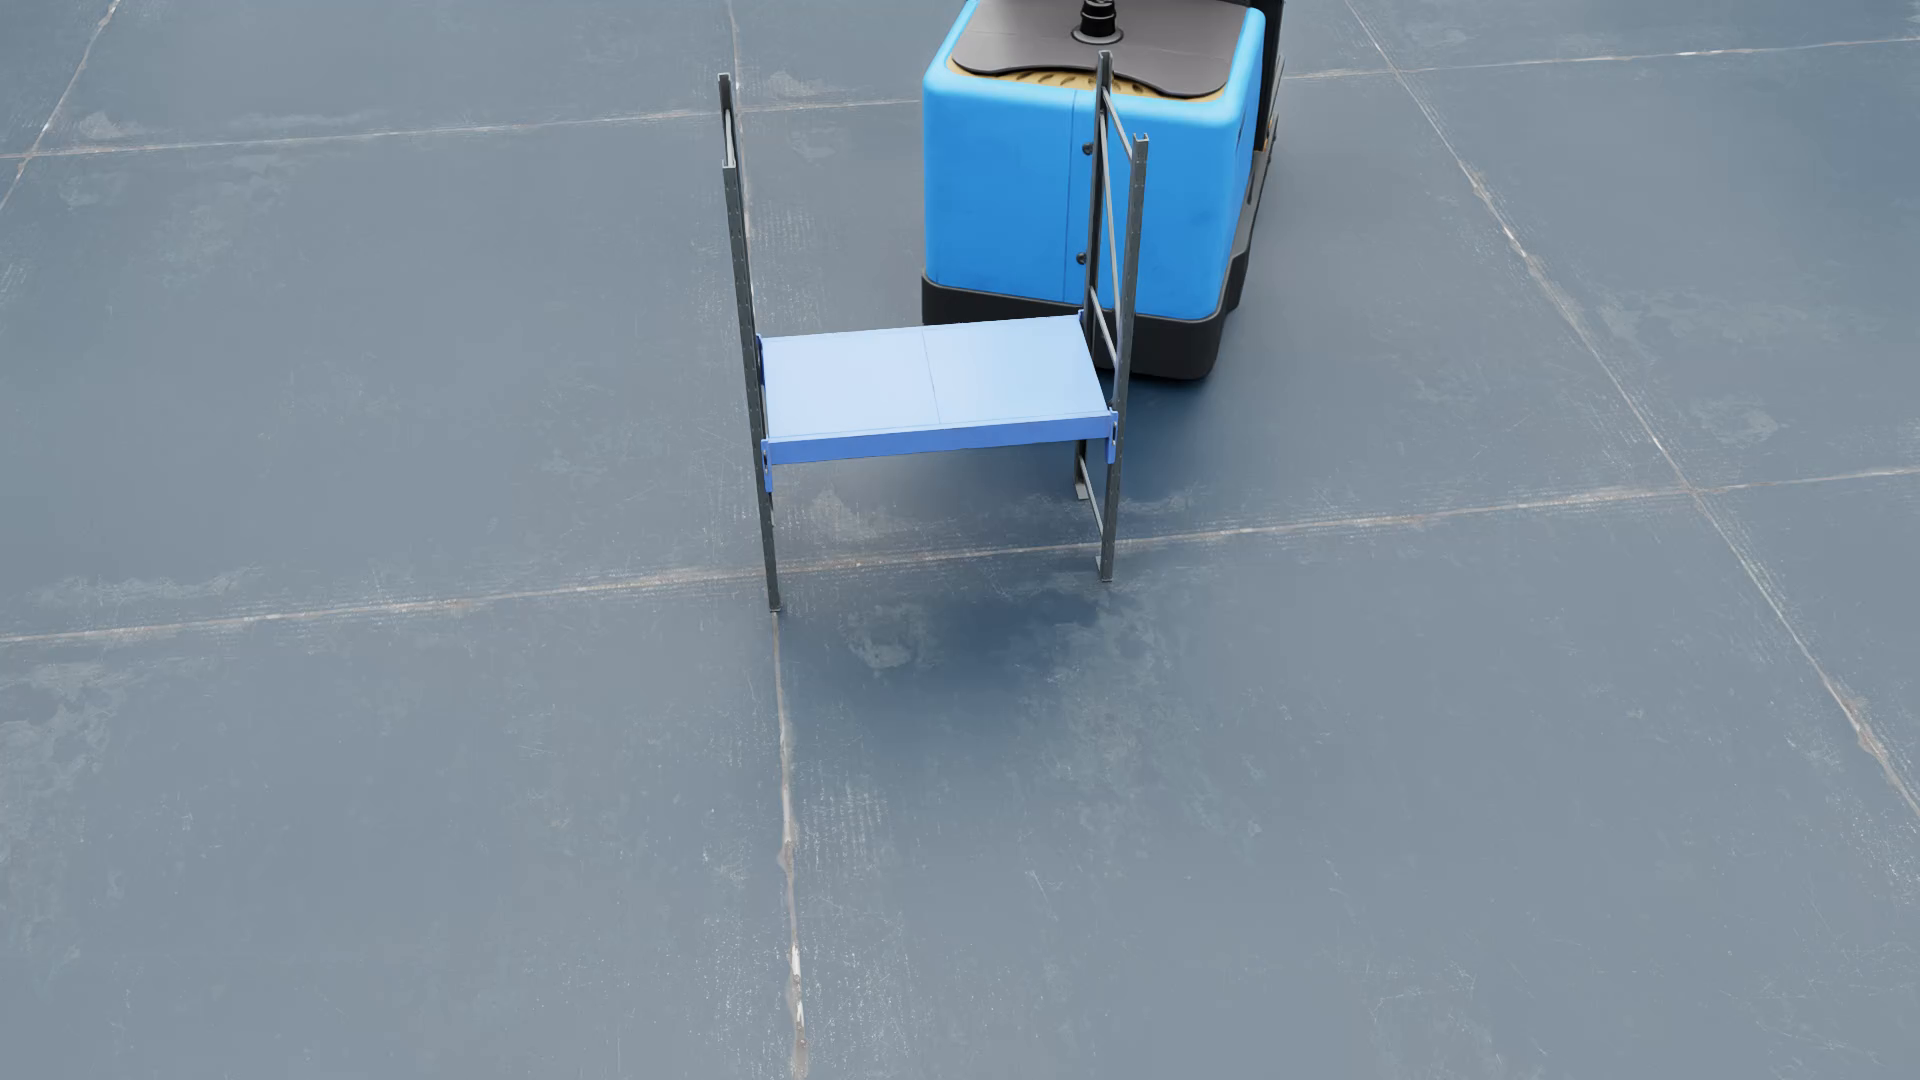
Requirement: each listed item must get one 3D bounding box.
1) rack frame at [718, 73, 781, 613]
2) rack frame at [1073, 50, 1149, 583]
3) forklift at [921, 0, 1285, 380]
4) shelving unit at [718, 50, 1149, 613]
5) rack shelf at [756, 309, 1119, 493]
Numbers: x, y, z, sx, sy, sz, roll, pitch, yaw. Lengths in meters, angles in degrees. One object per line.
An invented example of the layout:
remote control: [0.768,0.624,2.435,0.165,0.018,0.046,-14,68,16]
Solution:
rack frame: [-0.589,-0.505,4.690,0.032,1.500,0.500,-5,42,-6]
rack frame: [0.419,-0.594,4.788,0.032,1.500,0.500,-5,42,-6]
forklift: [0.723,-2.643,5.992,1.130,2.935,3.031,10,43,11]
shelving unit: [-0.085,-0.549,4.739,1.048,1.500,0.538,-5,42,-6]
rack shelf: [-0.085,-0.416,4.860,1.000,0.185,0.538,-5,42,-6]
